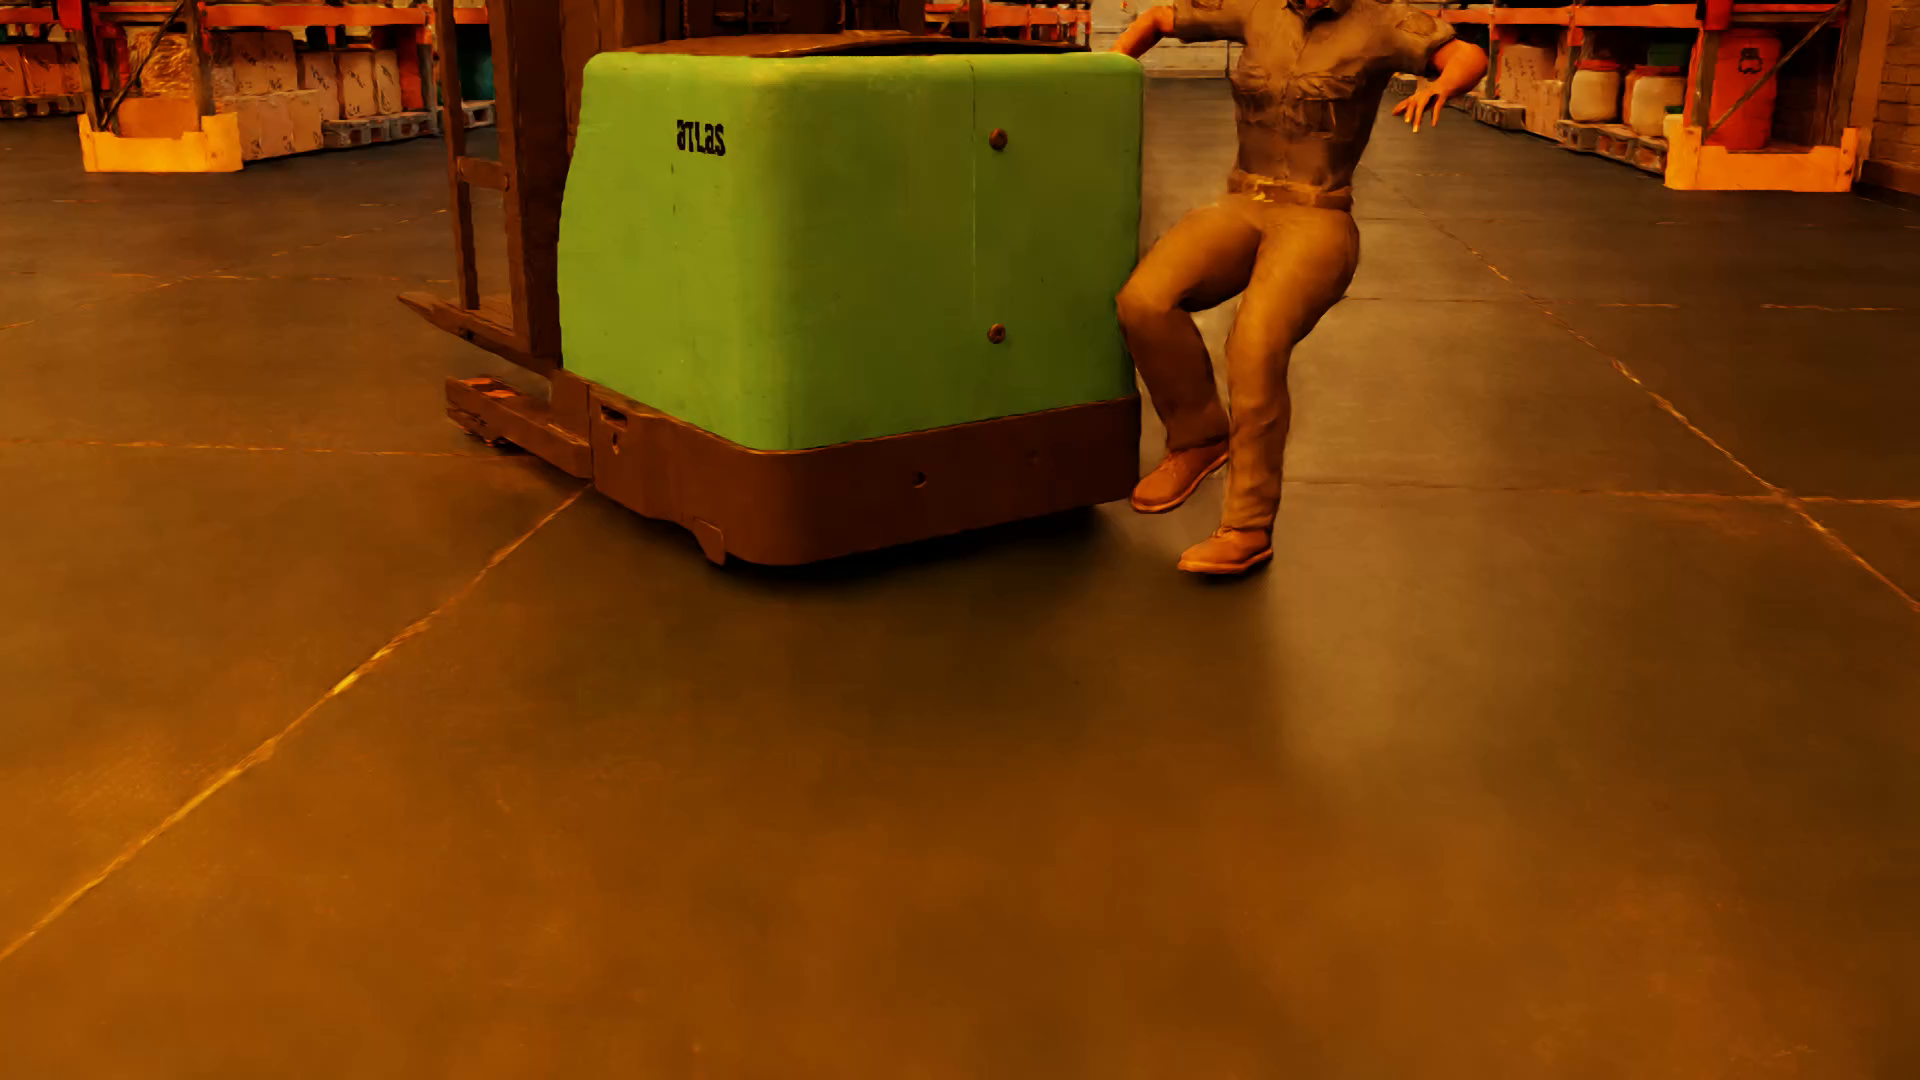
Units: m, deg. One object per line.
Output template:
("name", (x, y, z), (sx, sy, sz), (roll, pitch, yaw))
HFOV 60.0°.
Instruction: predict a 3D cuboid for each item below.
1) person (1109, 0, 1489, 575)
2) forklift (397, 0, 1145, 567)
("person", (0.612, -0.704, 3.660), (1.020, 1.431, 0.788), (12, 21, 33))
("forklift", (-0.826, -1.727, 4.428), (1.130, 2.935, 3.031), (-12, 21, -33))
